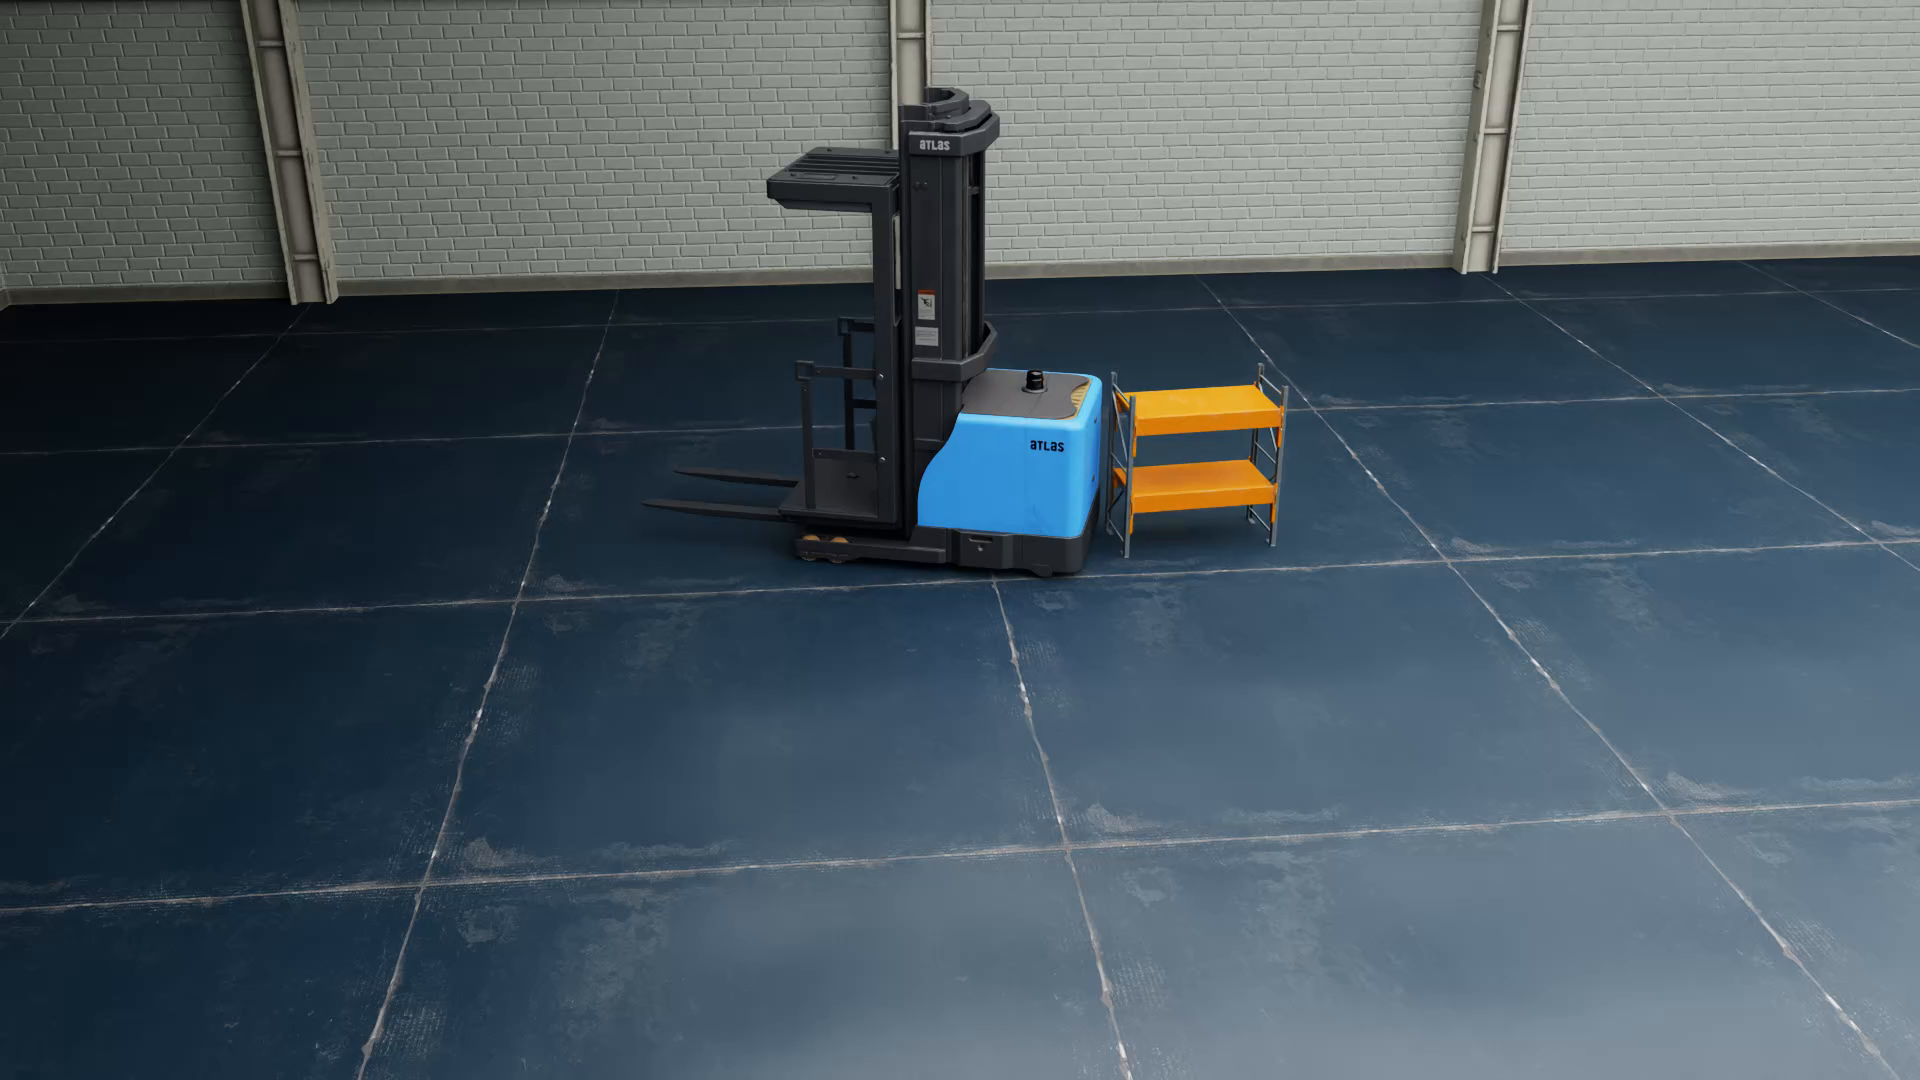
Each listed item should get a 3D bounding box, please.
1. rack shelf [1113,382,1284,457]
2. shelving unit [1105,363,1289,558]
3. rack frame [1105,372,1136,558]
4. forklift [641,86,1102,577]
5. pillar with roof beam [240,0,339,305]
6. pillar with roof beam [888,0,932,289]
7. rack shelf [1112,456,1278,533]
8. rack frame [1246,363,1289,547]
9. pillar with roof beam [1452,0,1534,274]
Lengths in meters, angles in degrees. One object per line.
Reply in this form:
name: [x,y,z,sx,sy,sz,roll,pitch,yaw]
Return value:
rack shelf: [1.555,-0.800,10.943,1.000,0.278,0.538,-4,24,-10]
shelving unit: [1.555,-0.532,11.062,1.048,1.125,0.538,-4,24,-10]
rack frame: [1.055,-0.494,10.977,0.032,1.125,0.500,-4,24,-10]
forklift: [-0.612,-1.391,10.771,3.031,2.935,1.130,5,24,11]
pillar with roof beam: [-6.036,-4.776,10.916,0.400,9.000,9.100,-2,24,-5]
pillar with roof beam: [-0.065,-5.016,11.455,0.400,9.000,9.100,-2,24,-5]
rack shelf: [1.555,-0.309,11.162,1.000,0.278,0.538,-4,24,-10]
rack frame: [2.055,-0.570,11.148,0.032,1.125,0.500,-4,24,-10]
pillar with roof beam: [5.906,-5.255,11.994,0.400,9.000,9.100,-2,24,-5]
